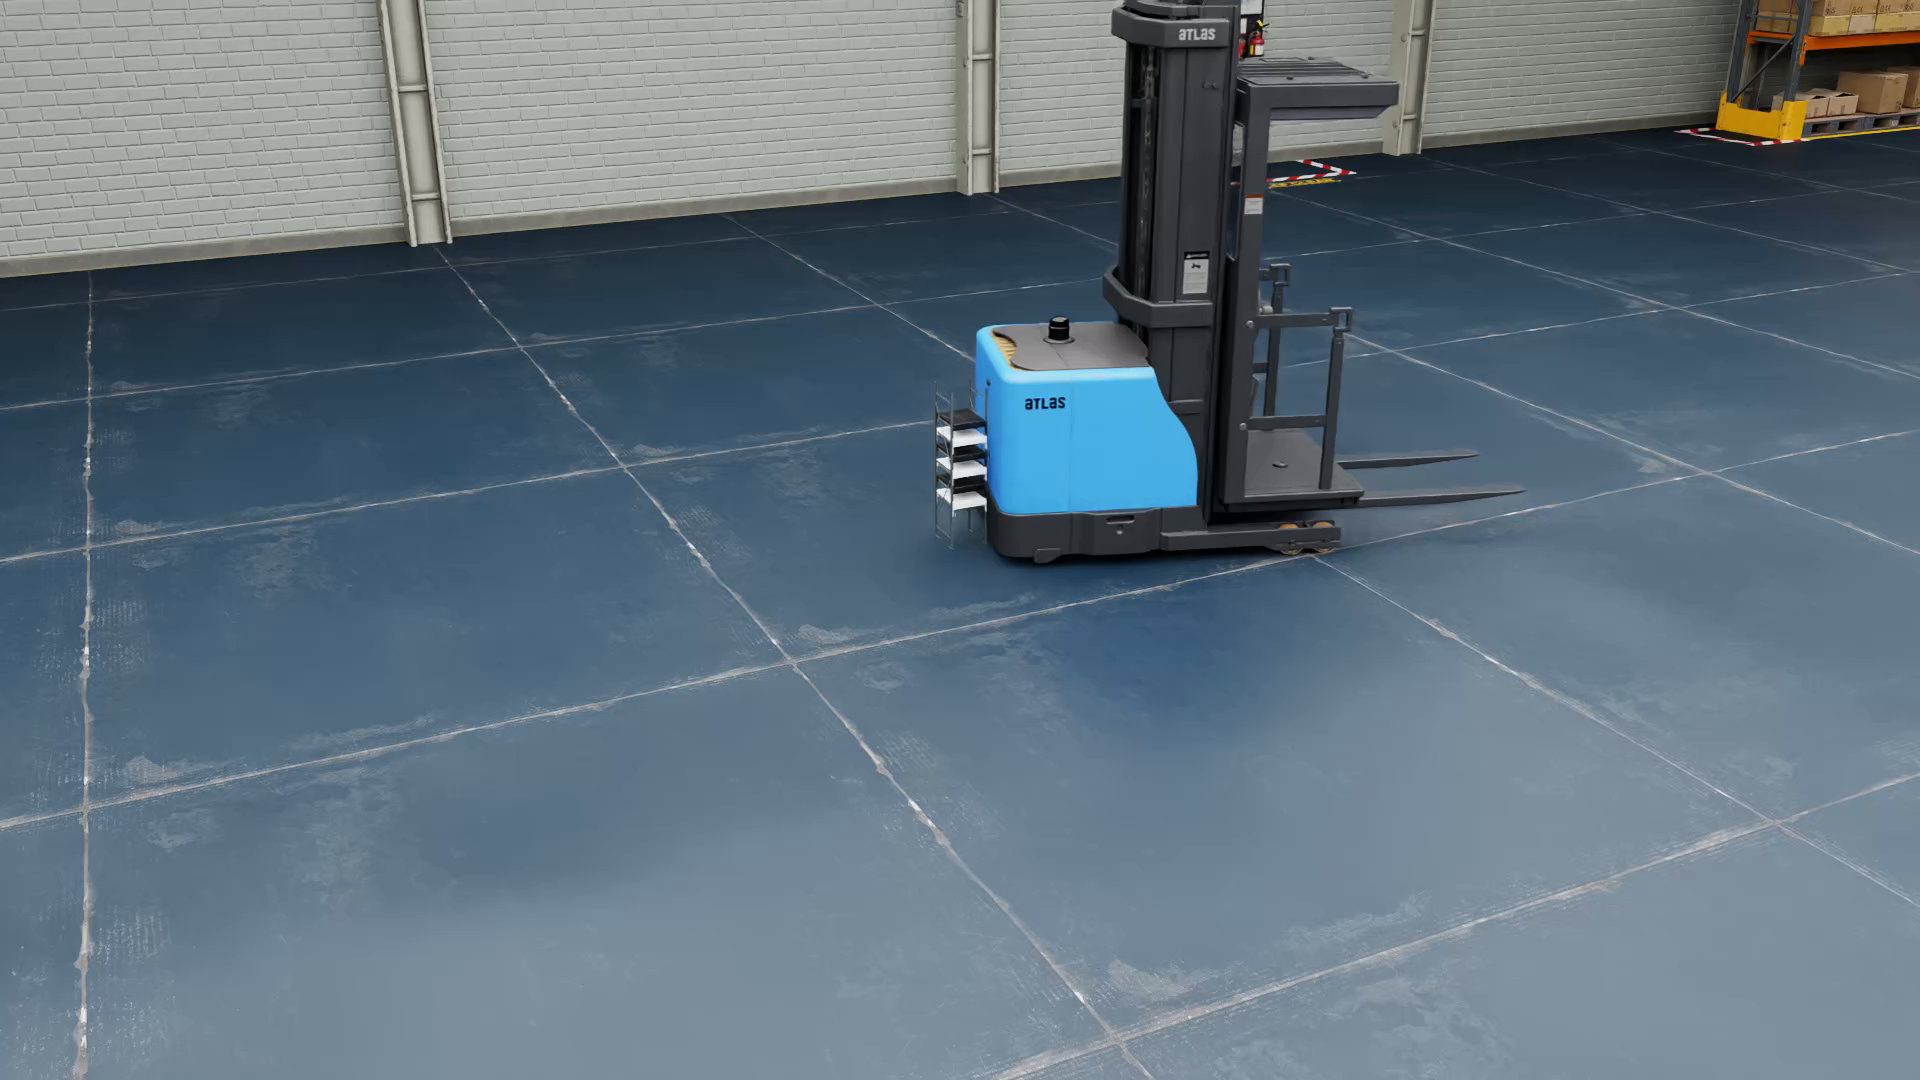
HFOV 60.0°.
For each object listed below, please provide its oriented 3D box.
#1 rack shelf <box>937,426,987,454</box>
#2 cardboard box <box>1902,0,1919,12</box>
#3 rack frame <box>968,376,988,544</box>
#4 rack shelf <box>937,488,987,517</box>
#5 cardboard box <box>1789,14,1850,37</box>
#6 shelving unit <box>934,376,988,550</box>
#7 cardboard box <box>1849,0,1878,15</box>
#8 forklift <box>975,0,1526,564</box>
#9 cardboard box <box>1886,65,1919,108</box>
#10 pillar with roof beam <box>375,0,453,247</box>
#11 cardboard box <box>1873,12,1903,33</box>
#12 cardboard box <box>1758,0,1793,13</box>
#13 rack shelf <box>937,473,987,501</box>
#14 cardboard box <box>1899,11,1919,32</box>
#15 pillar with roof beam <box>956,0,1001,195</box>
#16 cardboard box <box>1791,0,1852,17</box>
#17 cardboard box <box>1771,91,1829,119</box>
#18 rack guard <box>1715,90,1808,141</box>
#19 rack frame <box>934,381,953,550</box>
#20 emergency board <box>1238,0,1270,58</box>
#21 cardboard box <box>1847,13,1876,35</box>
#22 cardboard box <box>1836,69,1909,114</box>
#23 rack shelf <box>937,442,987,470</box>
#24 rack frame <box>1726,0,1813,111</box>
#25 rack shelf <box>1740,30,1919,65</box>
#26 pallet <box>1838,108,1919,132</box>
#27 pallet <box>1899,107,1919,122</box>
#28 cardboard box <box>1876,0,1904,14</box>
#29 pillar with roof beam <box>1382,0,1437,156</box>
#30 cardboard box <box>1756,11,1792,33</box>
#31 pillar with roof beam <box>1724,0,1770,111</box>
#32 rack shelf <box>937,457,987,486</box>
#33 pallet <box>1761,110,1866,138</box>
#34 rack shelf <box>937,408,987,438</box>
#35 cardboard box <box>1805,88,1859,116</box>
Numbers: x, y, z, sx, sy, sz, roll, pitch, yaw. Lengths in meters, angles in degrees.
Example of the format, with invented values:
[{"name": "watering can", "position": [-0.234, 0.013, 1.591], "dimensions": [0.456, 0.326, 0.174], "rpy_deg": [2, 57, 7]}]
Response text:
[{"name": "rack shelf", "position": [0.003, -0.553, 9.025], "dimensions": [0.200, 0.077, 0.258], "rpy_deg": [-10, 24, -22]}, {"name": "cardboard box", "position": [12.693, -7.402, 22.399], "dimensions": [0.500, 0.500, 0.500], "rpy_deg": [-10, 24, -22]}, {"name": "rack frame", "position": [0.096, -0.433, 9.119], "dimensions": [0.006, 0.900, 0.240], "rpy_deg": [-10, 24, -22]}, {"name": "rack shelf", "position": [0.003, -0.220, 9.163], "dimensions": [0.200, 0.077, 0.258], "rpy_deg": [-10, 24, -22]}, {"name": "cardboard box", "position": [11.332, -6.799, 21.924], "dimensions": [0.500, 0.250, 0.500], "rpy_deg": [-11, 25, -25]}, {"name": "shelving unit", "position": [0.003, -0.417, 9.081], "dimensions": [0.210, 0.900, 0.258], "rpy_deg": [-10, 24, -22]}, {"name": "cardboard box", "position": [11.765, -7.229, 21.980], "dimensions": [0.500, 0.500, 0.500], "rpy_deg": [-10, 25, -23]}, {"name": "forklift", "position": [1.637, -1.470, 8.969], "dimensions": [3.031, 2.935, 1.130], "rpy_deg": [-3, 23, -8]}, {"name": "cardboard box", "position": [13.441, -6.414, 23.516], "dimensions": [0.500, 0.500, 0.500], "rpy_deg": [-12, 26, -28]}, {"name": "pillar with roof beam", "position": [-3.342, -5.605, 11.024], "dimensions": [0.400, 9.000, 9.100], "rpy_deg": [-10, 25, -24]}, {"name": "cardboard box", "position": [12.255, -6.973, 22.343], "dimensions": [0.500, 0.250, 0.500], "rpy_deg": [-11, 25, -24]}, {"name": "cardboard box", "position": [11.087, -7.326, 22.215], "dimensions": [0.500, 0.500, 0.500], "rpy_deg": [-11, 25, -24]}, {"name": "rack shelf", "position": [0.003, -0.303, 9.128], "dimensions": [0.200, 0.077, 0.258], "rpy_deg": [-10, 24, -22]}, {"name": "cardboard box", "position": [12.712, -7.056, 22.544], "dimensions": [0.500, 0.250, 0.500], "rpy_deg": [-10, 25, -23]}, {"name": "pillar with roof beam", "position": [2.064, -6.600, 13.429], "dimensions": [0.400, 9.000, 9.100], "rpy_deg": [-10, 25, -24]}, {"name": "cardboard box", "position": [11.315, -7.150, 21.791], "dimensions": [0.500, 0.500, 0.500], "rpy_deg": [-10, 25, -24]}, {"name": "cardboard box", "position": [11.417, -5.933, 22.601], "dimensions": [0.500, 0.311, 0.500], "rpy_deg": [-14, 26, -30]}, {"name": "rack guard", "position": [10.823, -5.746, 22.477], "dimensions": [0.348, 0.500, 1.175], "rpy_deg": [-10, 25, -24]}, {"name": "rack frame", "position": [-0.090, -0.401, 9.043], "dimensions": [0.006, 0.900, 0.240], "rpy_deg": [-10, 24, -22]}, {"name": "emergency board", "position": [3.360, -5.910, 19.606], "dimensions": [0.643, 1.169, 0.194], "rpy_deg": [-10, 25, -24]}, {"name": "cardboard box", "position": [11.794, -6.891, 22.144], "dimensions": [0.500, 0.250, 0.500], "rpy_deg": [-11, 25, -25]}, {"name": "cardboard box", "position": [12.613, -6.219, 23.045], "dimensions": [0.500, 0.500, 0.700], "rpy_deg": [-12, 25, -27]}, {"name": "rack shelf", "position": [0.003, -0.470, 9.059], "dimensions": [0.200, 0.077, 0.258], "rpy_deg": [-10, 24, -22]}, {"name": "rack frame", "position": [10.754, -6.888, 21.968], "dimensions": [0.127, 3.000, 1.000], "rpy_deg": [-10, 25, -24]}, {"name": "rack shelf", "position": [12.557, -6.887, 22.907], "dimensions": [4.000, 0.370, 1.077], "rpy_deg": [-10, 25, -24]}, {"name": "pallet", "position": [12.668, -5.936, 23.313], "dimensions": [1.213, 0.211, 1.003], "rpy_deg": [-10, 25, -24]}, {"name": "pallet", "position": [13.769, -6.139, 23.806], "dimensions": [1.213, 0.211, 1.003], "rpy_deg": [-10, 25, -24]}, {"name": "cardboard box", "position": [12.233, -7.312, 22.182], "dimensions": [0.500, 0.500, 0.500], "rpy_deg": [-11, 25, -25]}, {"name": "pillar with roof beam", "position": [7.471, -7.595, 15.833], "dimensions": [0.400, 9.000, 9.100], "rpy_deg": [-10, 25, -24]}, {"name": "cardboard box", "position": [11.092, -6.972, 22.342], "dimensions": [0.500, 0.250, 0.500], "rpy_deg": [-10, 25, -23]}, {"name": "pillar with roof beam", "position": [12.877, -8.591, 18.237], "dimensions": [0.400, 9.000, 9.100], "rpy_deg": [-10, 25, -24]}, {"name": "rack shelf", "position": [0.003, -0.386, 9.094], "dimensions": [0.200, 0.077, 0.258], "rpy_deg": [-10, 24, -22]}, {"name": "pallet", "position": [11.570, -5.735, 22.828], "dimensions": [1.213, 0.211, 1.003], "rpy_deg": [-10, 25, -24]}, {"name": "rack shelf", "position": [0.003, -0.636, 8.991], "dimensions": [0.200, 0.077, 0.258], "rpy_deg": [-10, 24, -22]}, {"name": "cardboard box", "position": [11.931, -6.027, 22.829], "dimensions": [0.500, 0.311, 0.500], "rpy_deg": [-8, 24, -19]}]
